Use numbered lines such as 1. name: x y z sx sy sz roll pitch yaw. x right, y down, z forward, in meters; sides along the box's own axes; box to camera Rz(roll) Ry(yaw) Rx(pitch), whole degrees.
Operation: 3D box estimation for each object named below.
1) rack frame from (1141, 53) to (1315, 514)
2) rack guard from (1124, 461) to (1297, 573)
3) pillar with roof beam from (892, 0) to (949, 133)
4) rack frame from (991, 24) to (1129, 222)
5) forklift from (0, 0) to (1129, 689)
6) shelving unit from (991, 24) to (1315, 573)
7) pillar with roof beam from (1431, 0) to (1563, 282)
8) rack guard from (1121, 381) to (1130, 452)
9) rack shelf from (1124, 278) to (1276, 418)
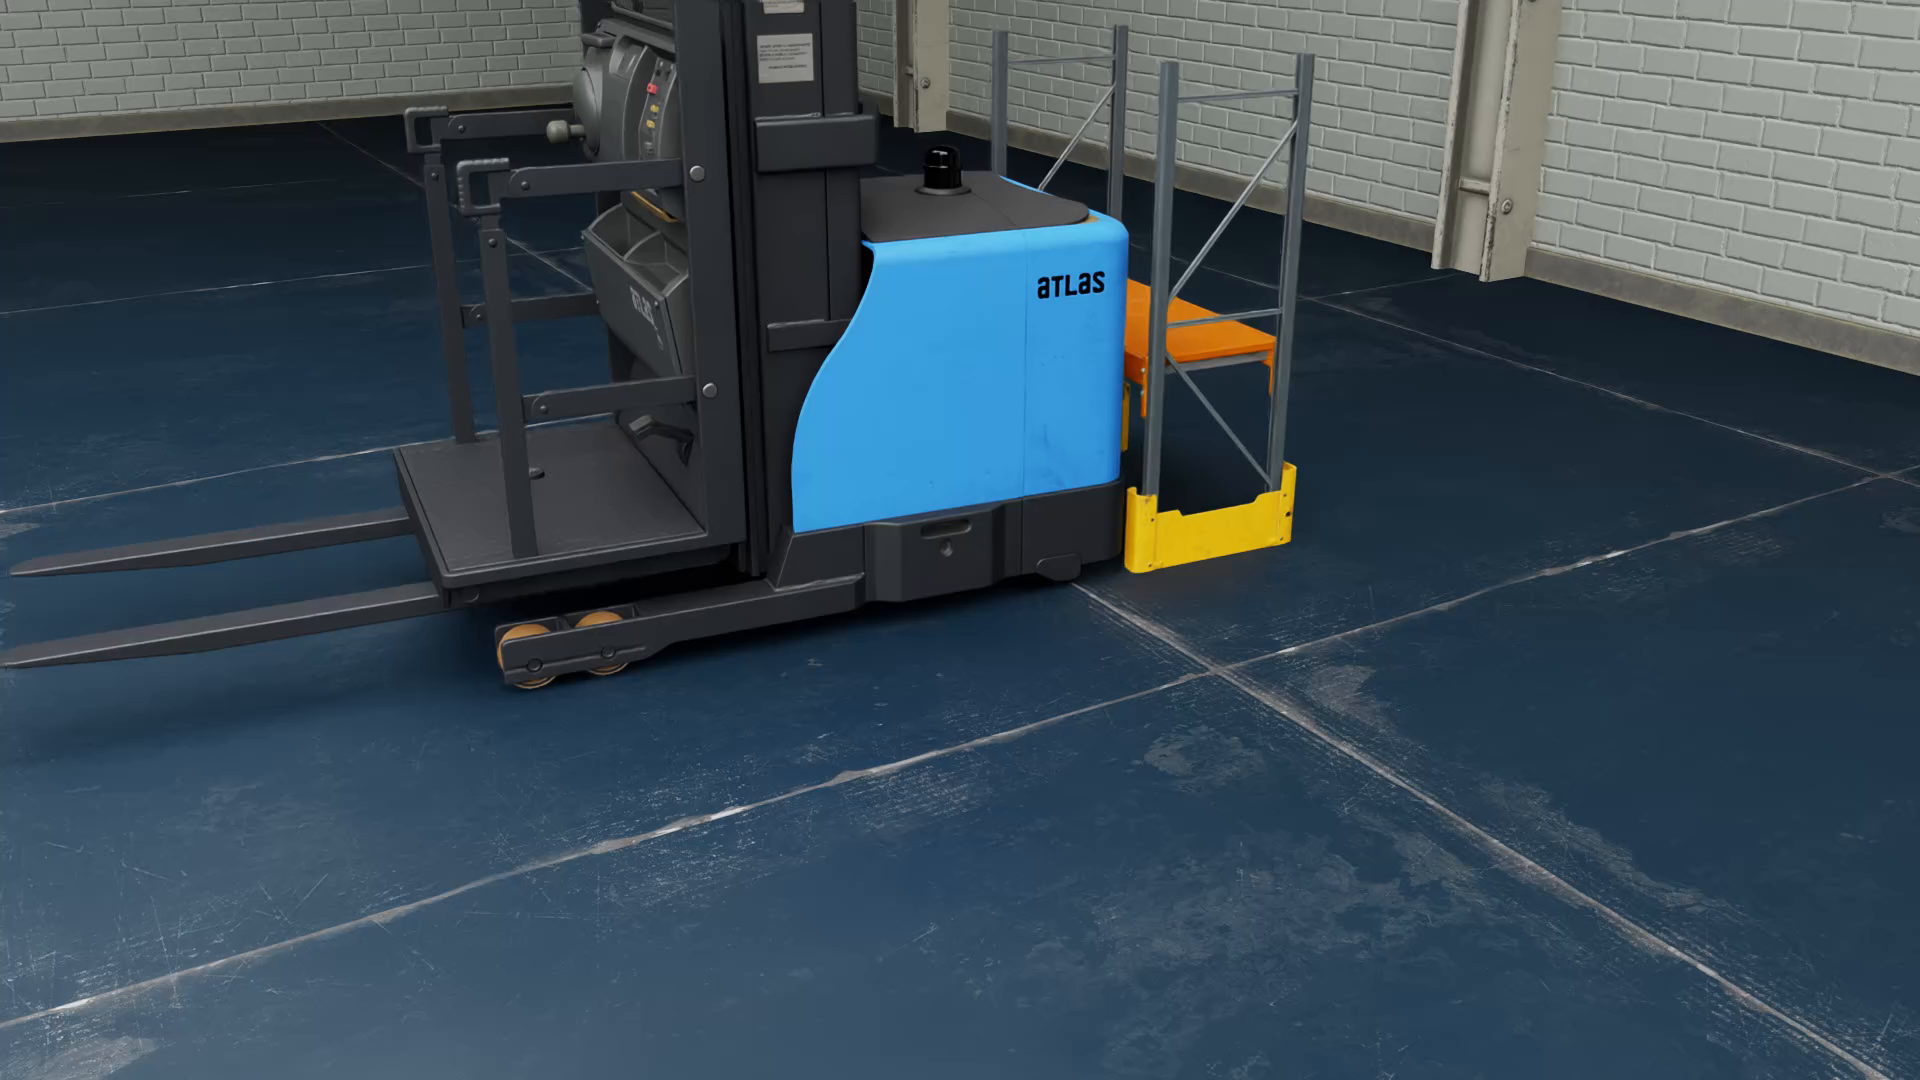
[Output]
1. rack frame: 0.780 -0.653 4.927 0.500 1.500 0.032 -10 24 -24
2. rack guard: 0.780 -0.075 5.163 0.587 0.250 0.087 -10 24 -24
3. pillar with roof beam: -4.016 -6.708 9.865 9.100 9.000 0.400 -13 25 -28
4. rack frame: 0.335 -0.997 5.773 0.500 1.500 0.032 -10 24 -24
5. forklift: -1.071 -1.194 4.357 3.031 2.935 1.130 -9 24 -22
6. shelving unit: 0.561 -0.822 5.342 0.587 1.500 1.083 -10 24 -24
7. pillar with roof beam: -0.951 -4.766 5.086 9.100 9.000 0.400 -13 25 -28
8. rack guard: 0.343 -0.412 5.993 0.587 0.250 0.087 -10 24 -24
9. rack shelf: 0.558 -0.659 5.418 0.538 0.185 1.000 -10 24 -24
